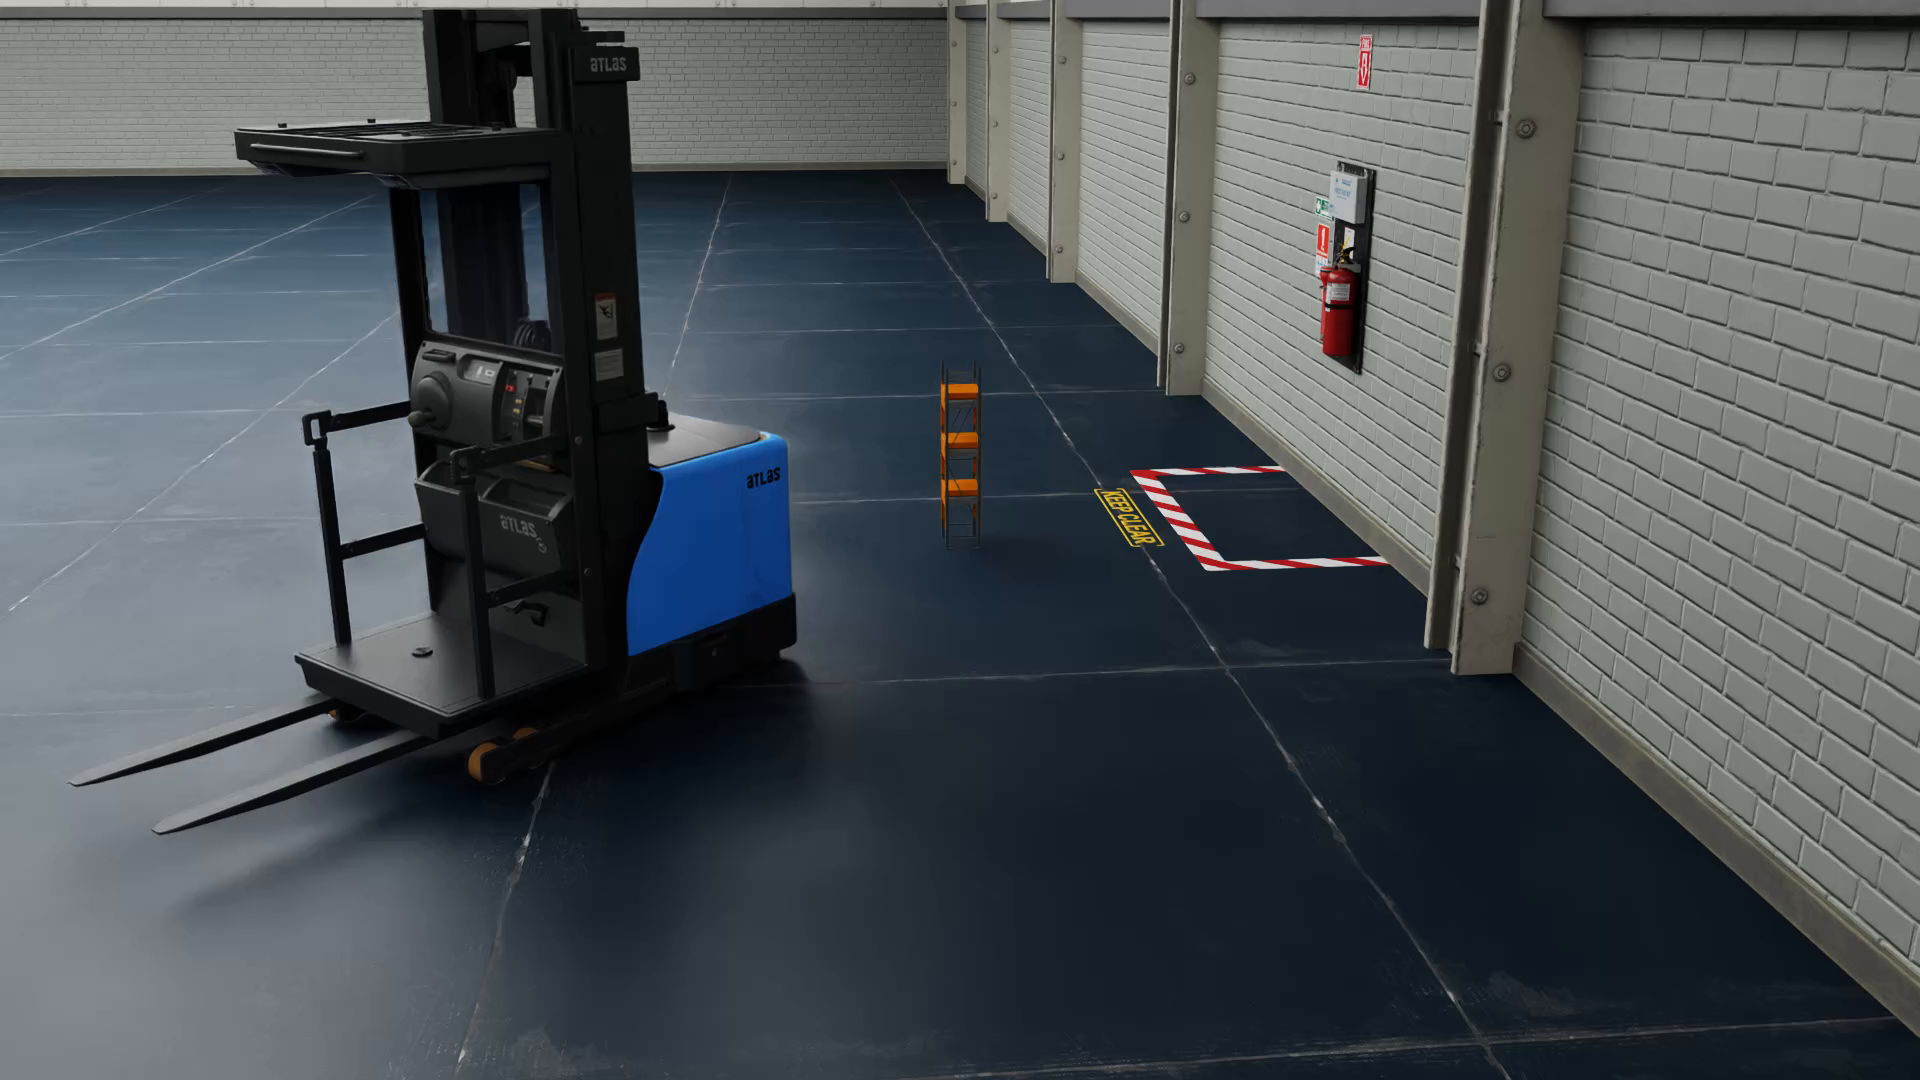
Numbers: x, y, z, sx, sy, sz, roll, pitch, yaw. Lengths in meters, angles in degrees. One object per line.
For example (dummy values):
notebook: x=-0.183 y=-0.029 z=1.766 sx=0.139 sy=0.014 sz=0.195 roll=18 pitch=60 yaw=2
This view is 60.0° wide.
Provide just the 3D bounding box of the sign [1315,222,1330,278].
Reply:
sign: x=2.249 y=-1.793 z=10.320 sx=0.001 sy=0.329 sz=0.234 roll=-2 pitch=18 yaw=-6

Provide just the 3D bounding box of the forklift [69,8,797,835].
forklift: x=-2.080 y=-0.594 z=6.675 sx=1.130 sy=2.935 sz=3.031 roll=13 pitch=22 yaw=36

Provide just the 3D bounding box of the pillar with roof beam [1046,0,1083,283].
pillar with roof beam: x=-3.099 y=-7.175 z=17.508 sx=9.100 sy=9.000 sz=0.400 roll=-2 pitch=18 yaw=-6

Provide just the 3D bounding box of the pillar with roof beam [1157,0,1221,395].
pillar with roof beam: x=-2.481 y=-5.387 z=11.814 sx=9.100 sy=9.000 sz=0.400 roll=-2 pitch=18 yaw=-6

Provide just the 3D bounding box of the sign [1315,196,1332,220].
sign: x=2.241 y=-2.044 z=10.236 sx=0.001 sy=0.109 sz=0.331 roll=-2 pitch=18 yaw=-6

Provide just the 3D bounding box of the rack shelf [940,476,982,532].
rack shelf: x=0.006 y=-0.210 z=9.555 sx=0.215 sy=0.259 sz=0.240 roll=-2 pitch=18 yaw=-6

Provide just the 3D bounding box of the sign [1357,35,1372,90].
sign: x=2.302 y=-2.719 z=9.461 sx=0.001 sy=0.298 sz=0.199 roll=-2 pitch=18 yaw=-6

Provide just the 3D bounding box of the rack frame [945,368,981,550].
rack frame: x=0.018 y=-0.449 z=9.353 sx=0.200 sy=1.050 sz=0.008 roll=-2 pitch=18 yaw=-6

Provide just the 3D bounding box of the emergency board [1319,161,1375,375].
emergency board: x=2.203 y=-1.608 z=9.791 sx=0.194 sy=1.169 sz=0.643 roll=-2 pitch=18 yaw=-6

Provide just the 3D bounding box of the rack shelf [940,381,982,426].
rack shelf: x=0.006 y=-0.746 z=9.387 sx=0.215 sy=0.259 sz=0.240 roll=-2 pitch=18 yaw=-6

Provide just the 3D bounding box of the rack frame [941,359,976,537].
rack frame: x=-0.007 y=-0.521 z=9.585 sx=0.200 sy=1.050 sz=0.008 roll=-2 pitch=18 yaw=-6

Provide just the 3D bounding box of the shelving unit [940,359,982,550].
shelving unit: x=0.006 y=-0.485 z=9.469 sx=0.215 sy=1.050 sz=0.252 roll=-2 pitch=18 yaw=-6

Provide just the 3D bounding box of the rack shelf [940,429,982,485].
rack shelf: x=0.006 y=-0.475 z=9.472 sx=0.215 sy=0.259 sz=0.240 roll=-2 pitch=18 yaw=-6

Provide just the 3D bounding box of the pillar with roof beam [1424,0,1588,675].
pillar with roof beam: x=-1.862 y=-3.600 z=6.120 sx=9.100 sy=9.000 sz=0.400 roll=-2 pitch=18 yaw=-6

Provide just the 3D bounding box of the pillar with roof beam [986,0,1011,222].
pillar with roof beam: x=-3.718 y=-8.963 z=23.202 sx=9.100 sy=9.000 sz=0.400 roll=-2 pitch=18 yaw=-6

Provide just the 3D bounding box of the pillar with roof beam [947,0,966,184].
pillar with roof beam: x=-4.337 y=-10.750 z=28.896 sx=9.100 sy=9.000 sz=0.400 roll=-2 pitch=18 yaw=-6
